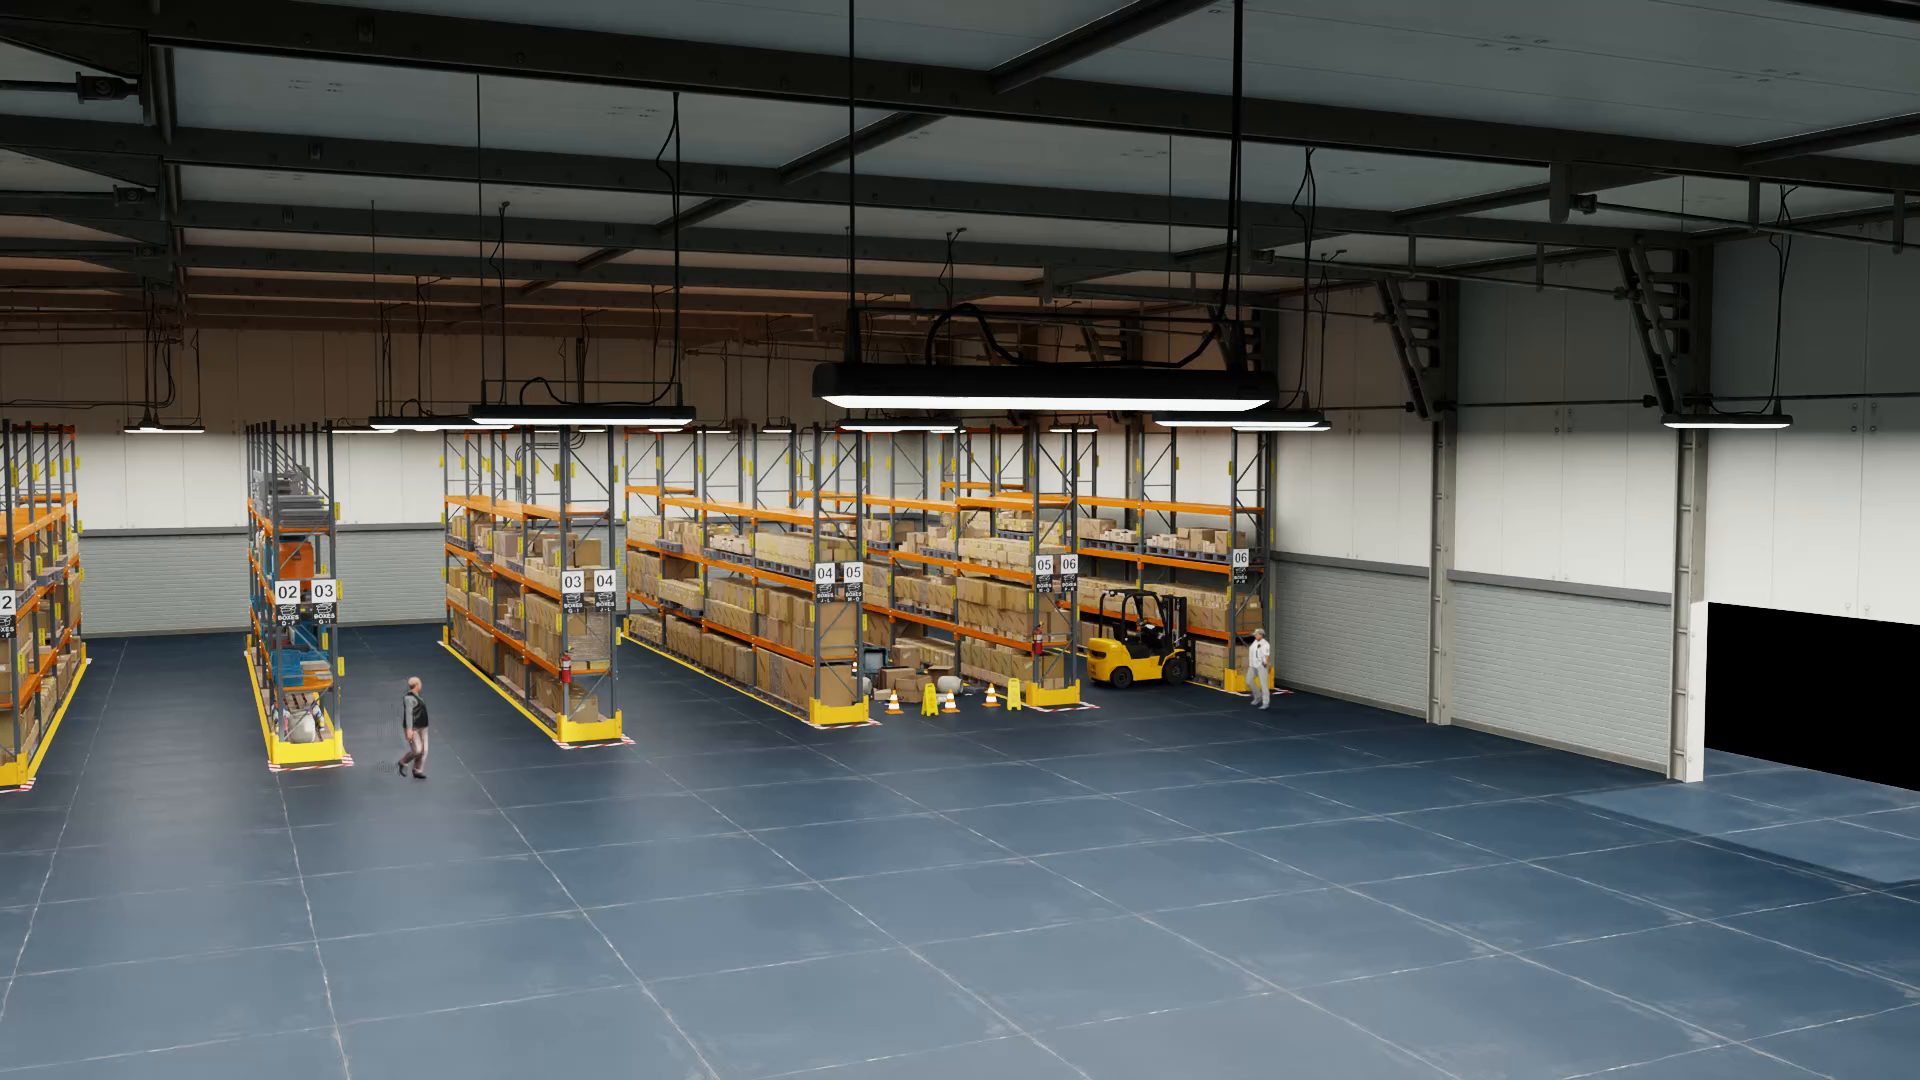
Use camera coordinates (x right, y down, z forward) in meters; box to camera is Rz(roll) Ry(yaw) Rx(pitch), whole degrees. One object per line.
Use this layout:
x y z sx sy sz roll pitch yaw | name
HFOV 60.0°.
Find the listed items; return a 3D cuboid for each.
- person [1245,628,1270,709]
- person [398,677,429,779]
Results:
6.317 2.694 35.046 0.444 1.681 0.591 -2 4 -30 | person
-9.075 3.129 27.631 0.520 1.706 0.547 2 4 25 | person
